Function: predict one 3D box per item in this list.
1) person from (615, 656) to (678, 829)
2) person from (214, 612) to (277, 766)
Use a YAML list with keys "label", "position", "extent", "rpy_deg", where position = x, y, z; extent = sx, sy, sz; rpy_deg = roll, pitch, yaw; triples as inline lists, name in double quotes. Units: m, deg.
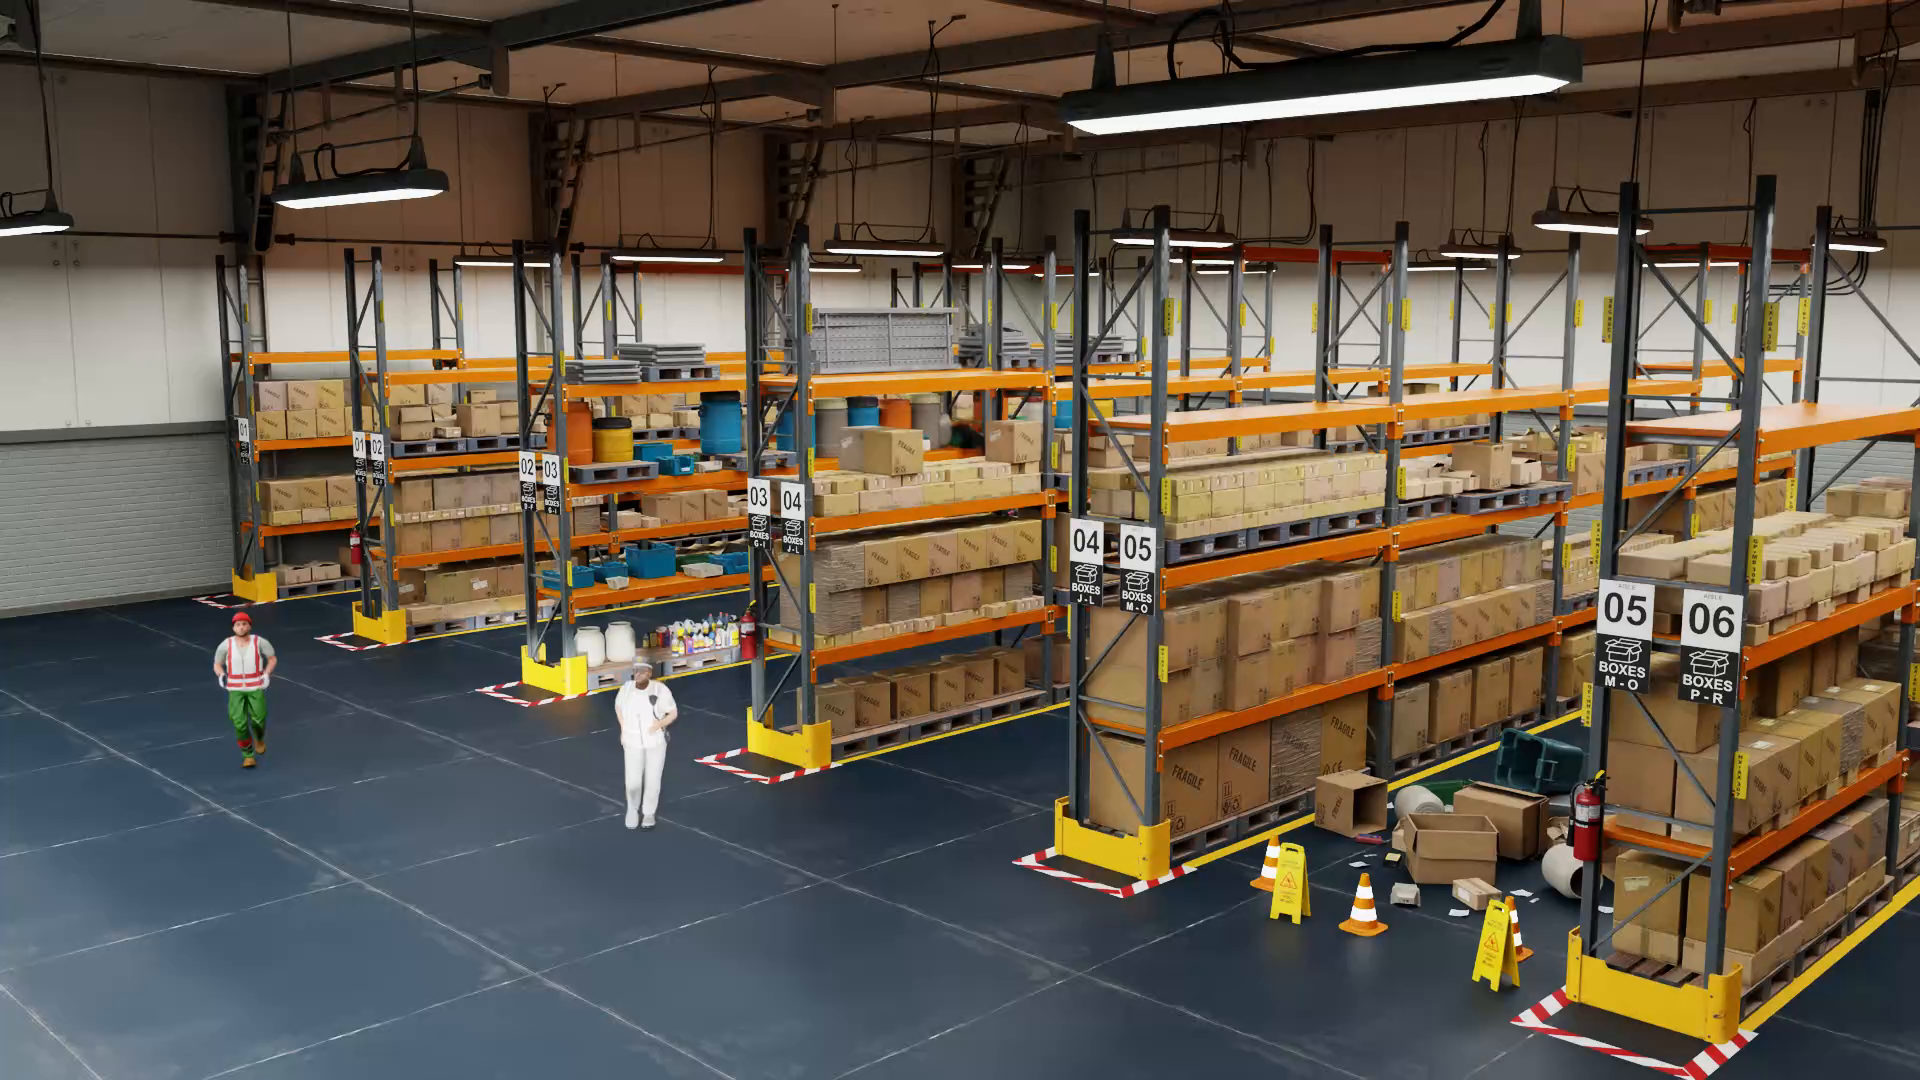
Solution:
- label: "person"
  position: [-3.092, 2.001, 16.313]
  extent: [0.636, 1.776, 0.663]
  rpy_deg: [0, 8, -3]
- label: "person"
  position: [-8.006, 1.673, 18.644]
  extent: [0.651, 1.739, 0.612]
  rpy_deg: [-3, 9, -19]
